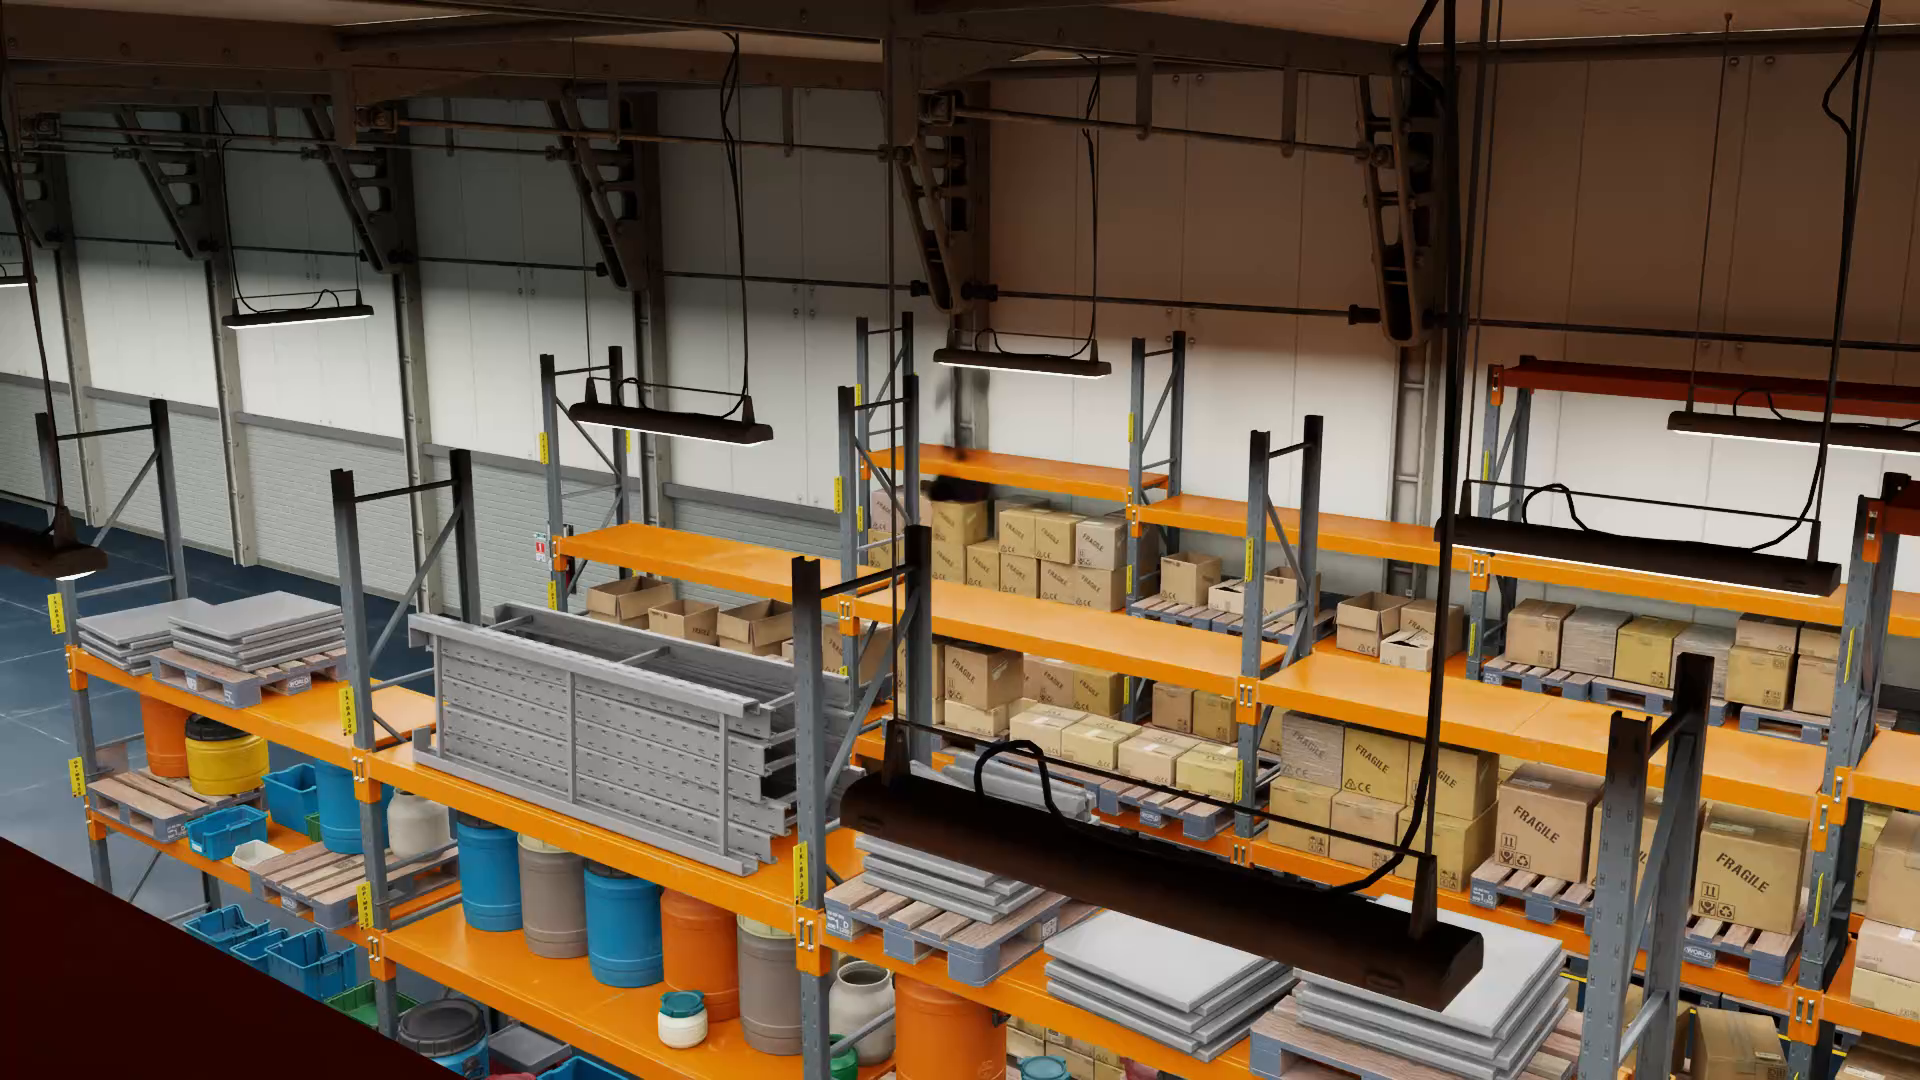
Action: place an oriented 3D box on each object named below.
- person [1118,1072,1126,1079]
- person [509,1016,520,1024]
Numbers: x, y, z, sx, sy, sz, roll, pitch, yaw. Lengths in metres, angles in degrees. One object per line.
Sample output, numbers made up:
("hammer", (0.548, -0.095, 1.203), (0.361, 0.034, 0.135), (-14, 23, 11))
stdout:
("person", (1.206, 4.561, 11.746), (0.918, 1.764, 0.712), (6, 14, 24))
("person", (-3.850, 3.811, 15.443), (0.955, 1.615, 0.601), (1, 13, 3))
